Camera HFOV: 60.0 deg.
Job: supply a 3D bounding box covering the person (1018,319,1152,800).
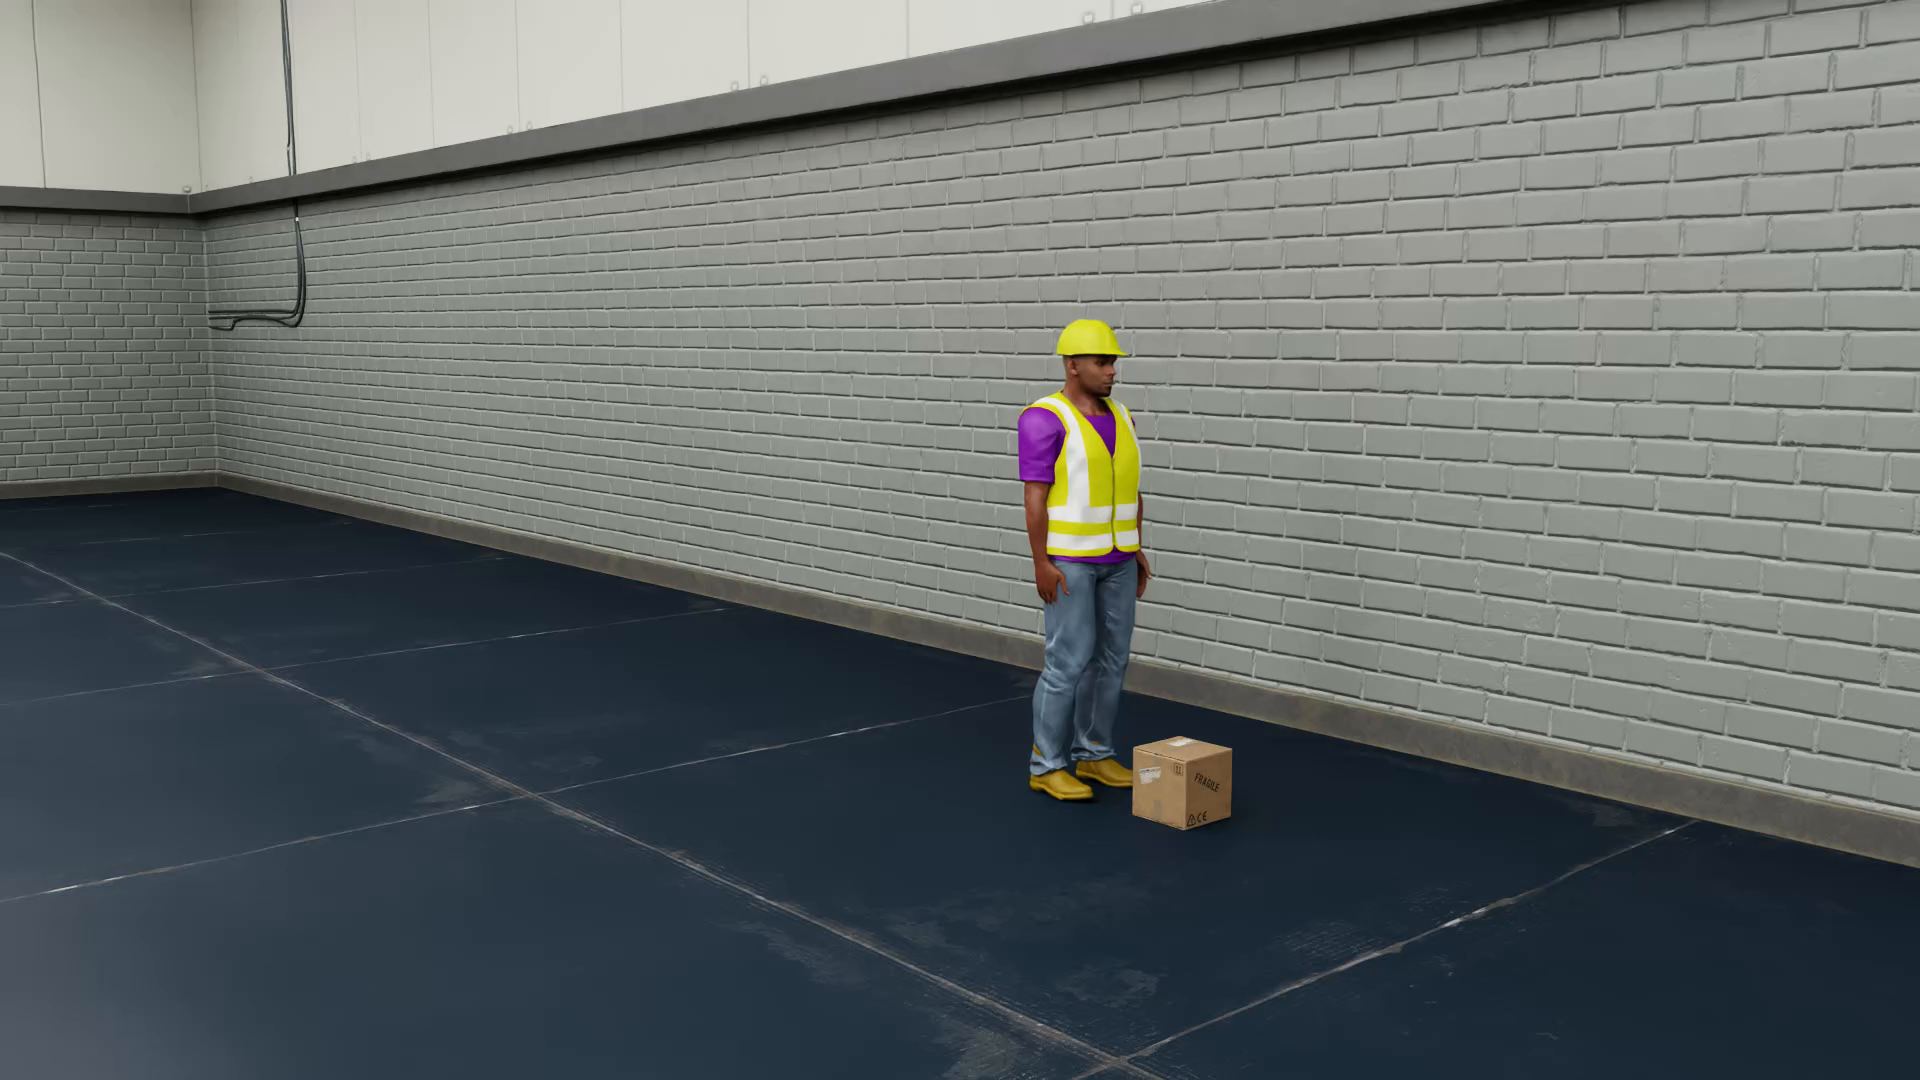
[{"bbox_3d":[0.476,0.063,6.207,0.564,1.762,0.357,-6,10,-40],"label":"person"}]
